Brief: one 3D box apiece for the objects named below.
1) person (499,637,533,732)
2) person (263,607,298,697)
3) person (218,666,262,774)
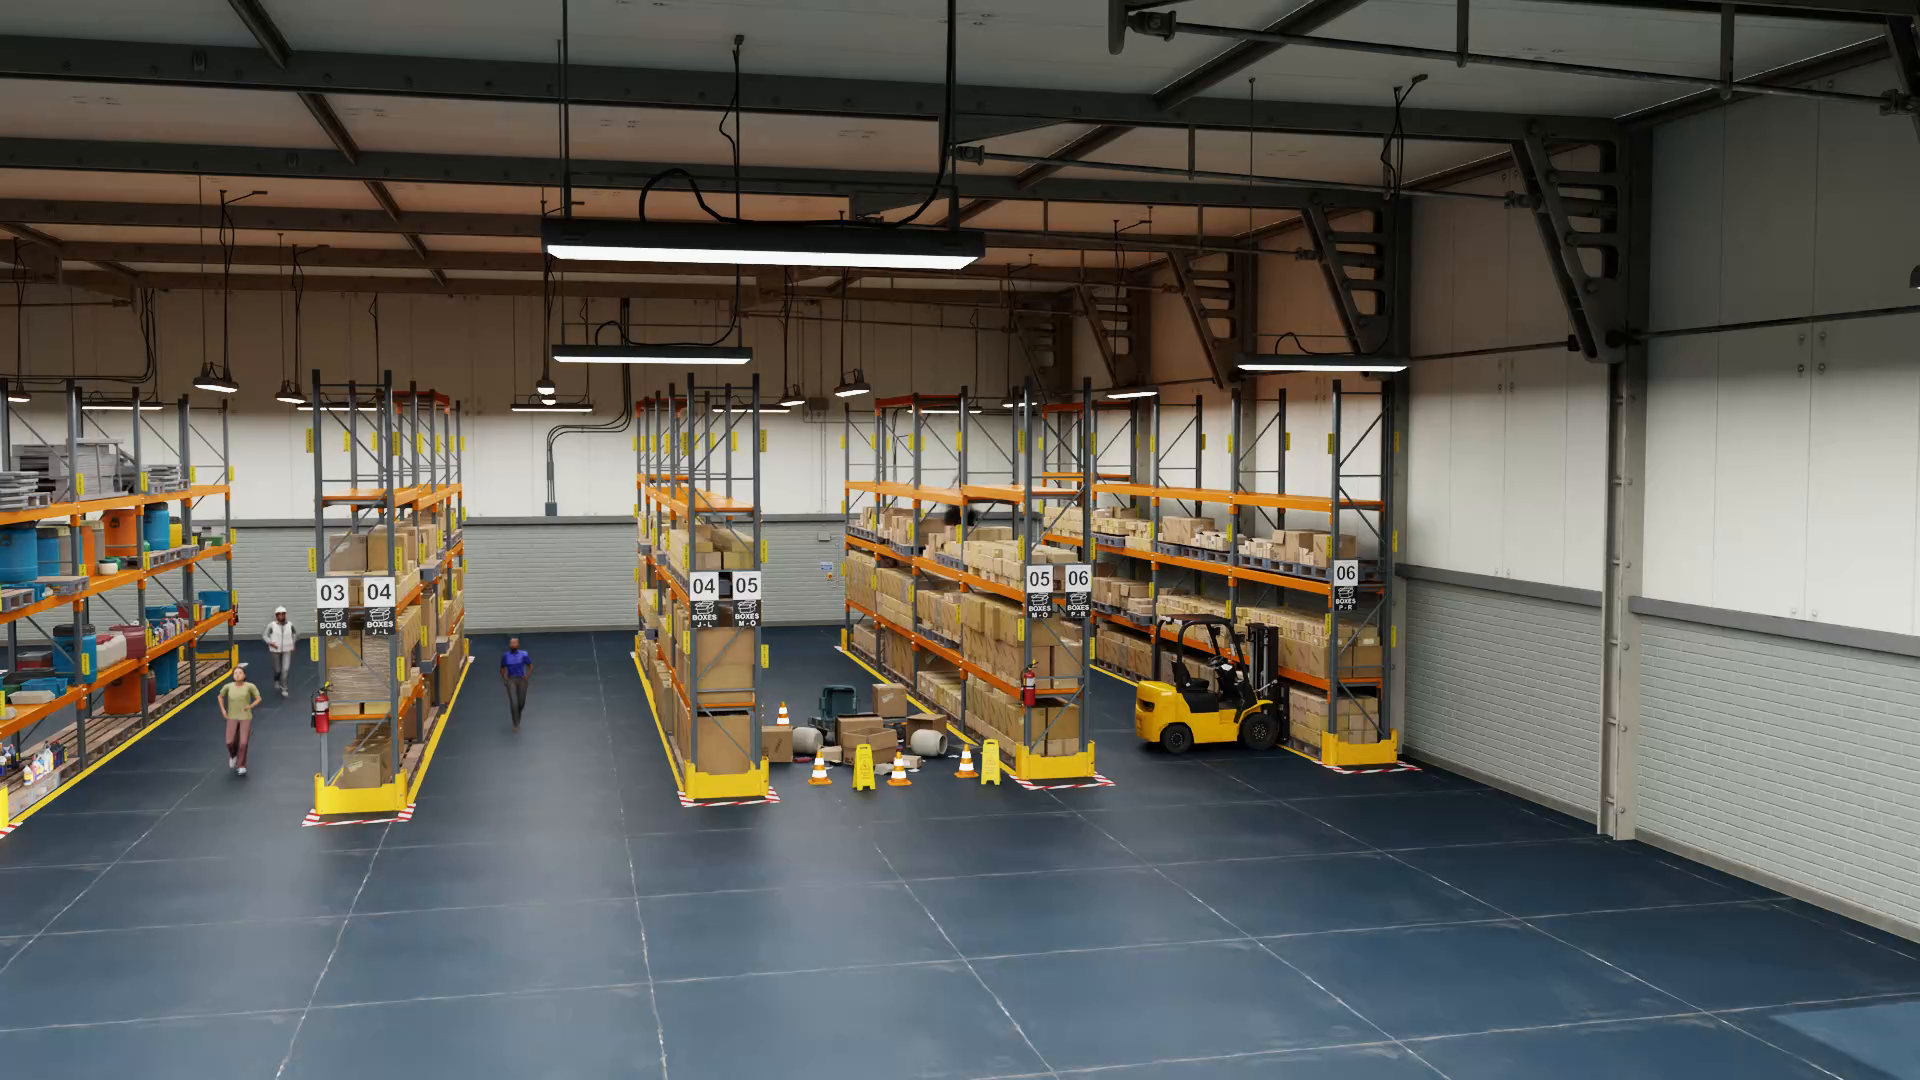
[{"bbox_3d":[-7.793,2.522,29.200,0.576,1.628,0.635,-1,3,-12],"label":"person"},{"bbox_3d":[-13.561,2.216,33.214,0.666,1.768,0.831,-2,4,-28],"label":"person"},{"bbox_3d":[-10.913,2.727,25.187,0.624,1.638,0.514,-1,3,-17],"label":"person"}]
